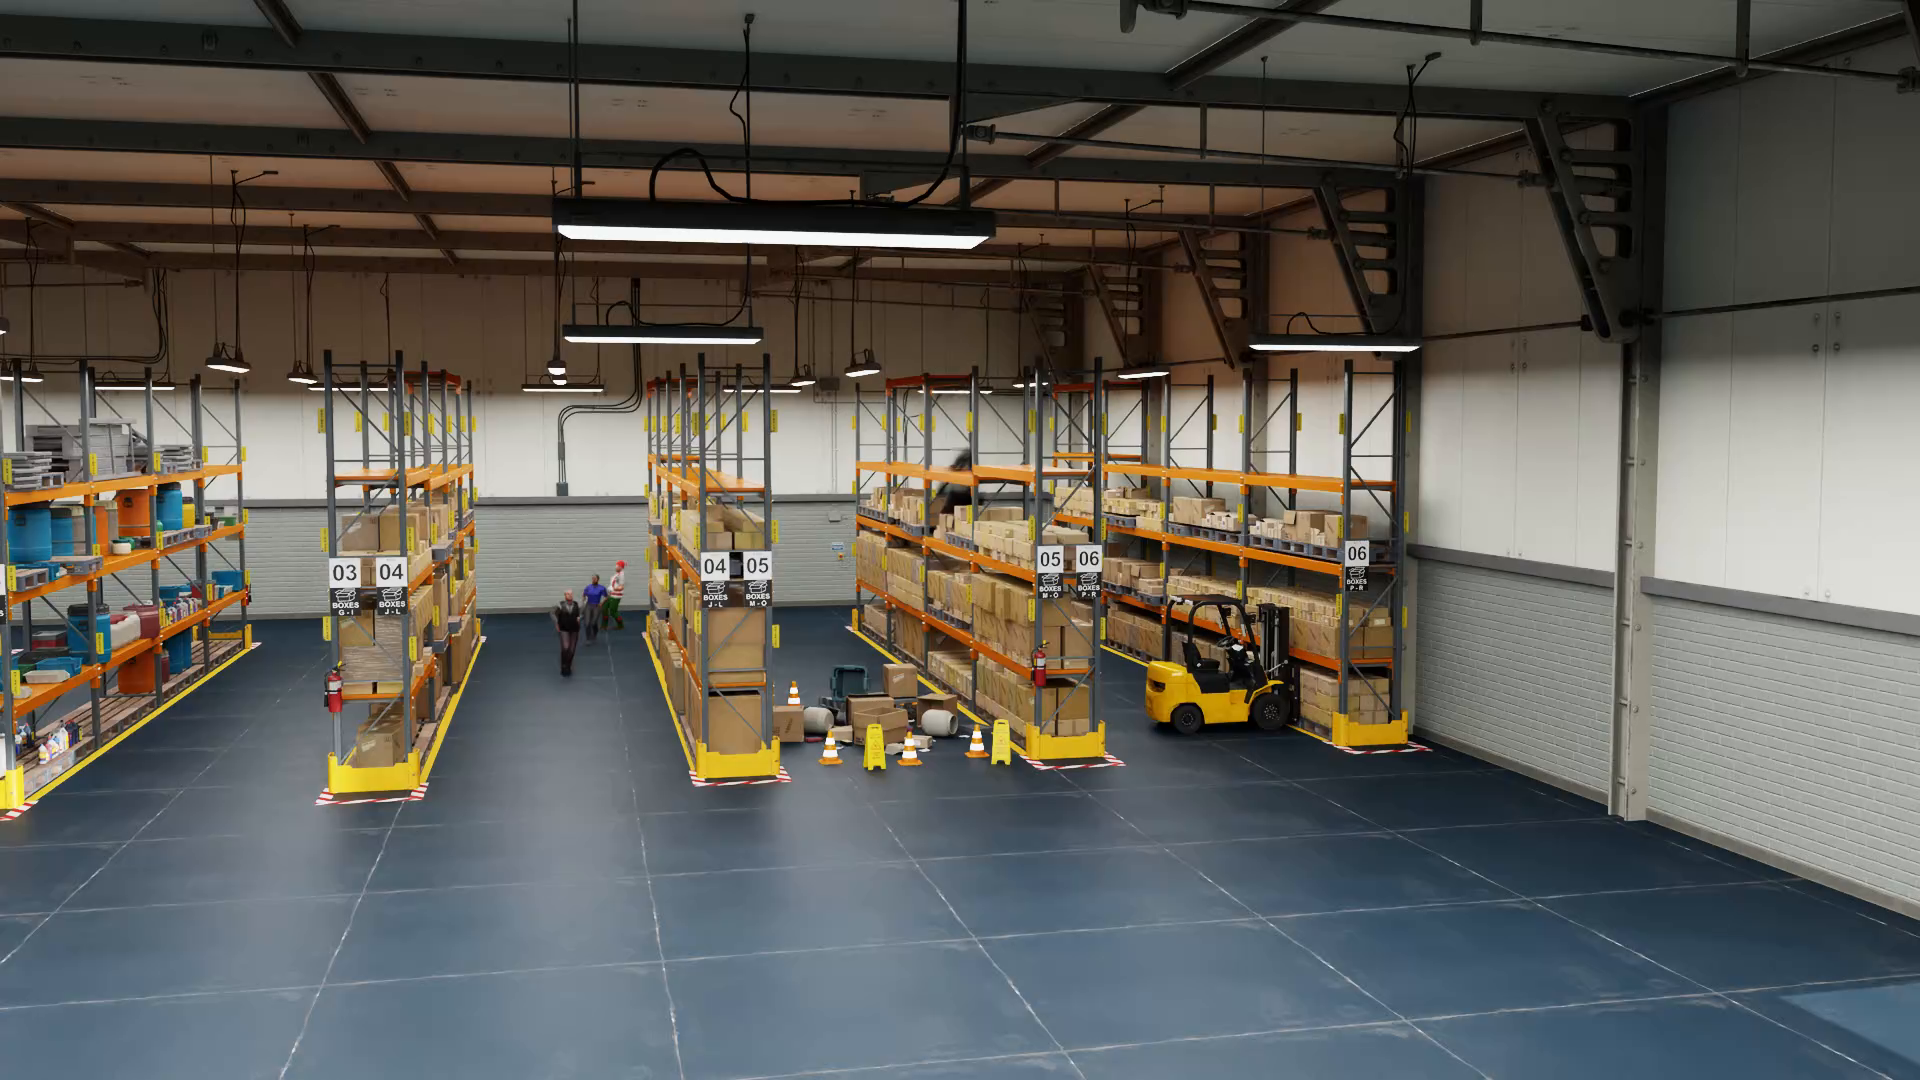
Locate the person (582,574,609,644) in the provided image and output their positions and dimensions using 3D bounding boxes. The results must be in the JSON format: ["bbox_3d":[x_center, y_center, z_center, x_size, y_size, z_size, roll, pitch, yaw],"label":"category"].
[{"bbox_3d":[-8.330,1.579,37.841,0.598,1.604,0.569,0,4,5],"label":"person"}]

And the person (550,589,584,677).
[{"bbox_3d":[-7.787,1.852,33.106,0.630,1.738,0.726,-2,4,-28],"label":"person"}]

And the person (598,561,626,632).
[{"bbox_3d":[-8.362,1.363,39.996,0.637,1.760,0.792,-2,4,-25],"label":"person"}]
